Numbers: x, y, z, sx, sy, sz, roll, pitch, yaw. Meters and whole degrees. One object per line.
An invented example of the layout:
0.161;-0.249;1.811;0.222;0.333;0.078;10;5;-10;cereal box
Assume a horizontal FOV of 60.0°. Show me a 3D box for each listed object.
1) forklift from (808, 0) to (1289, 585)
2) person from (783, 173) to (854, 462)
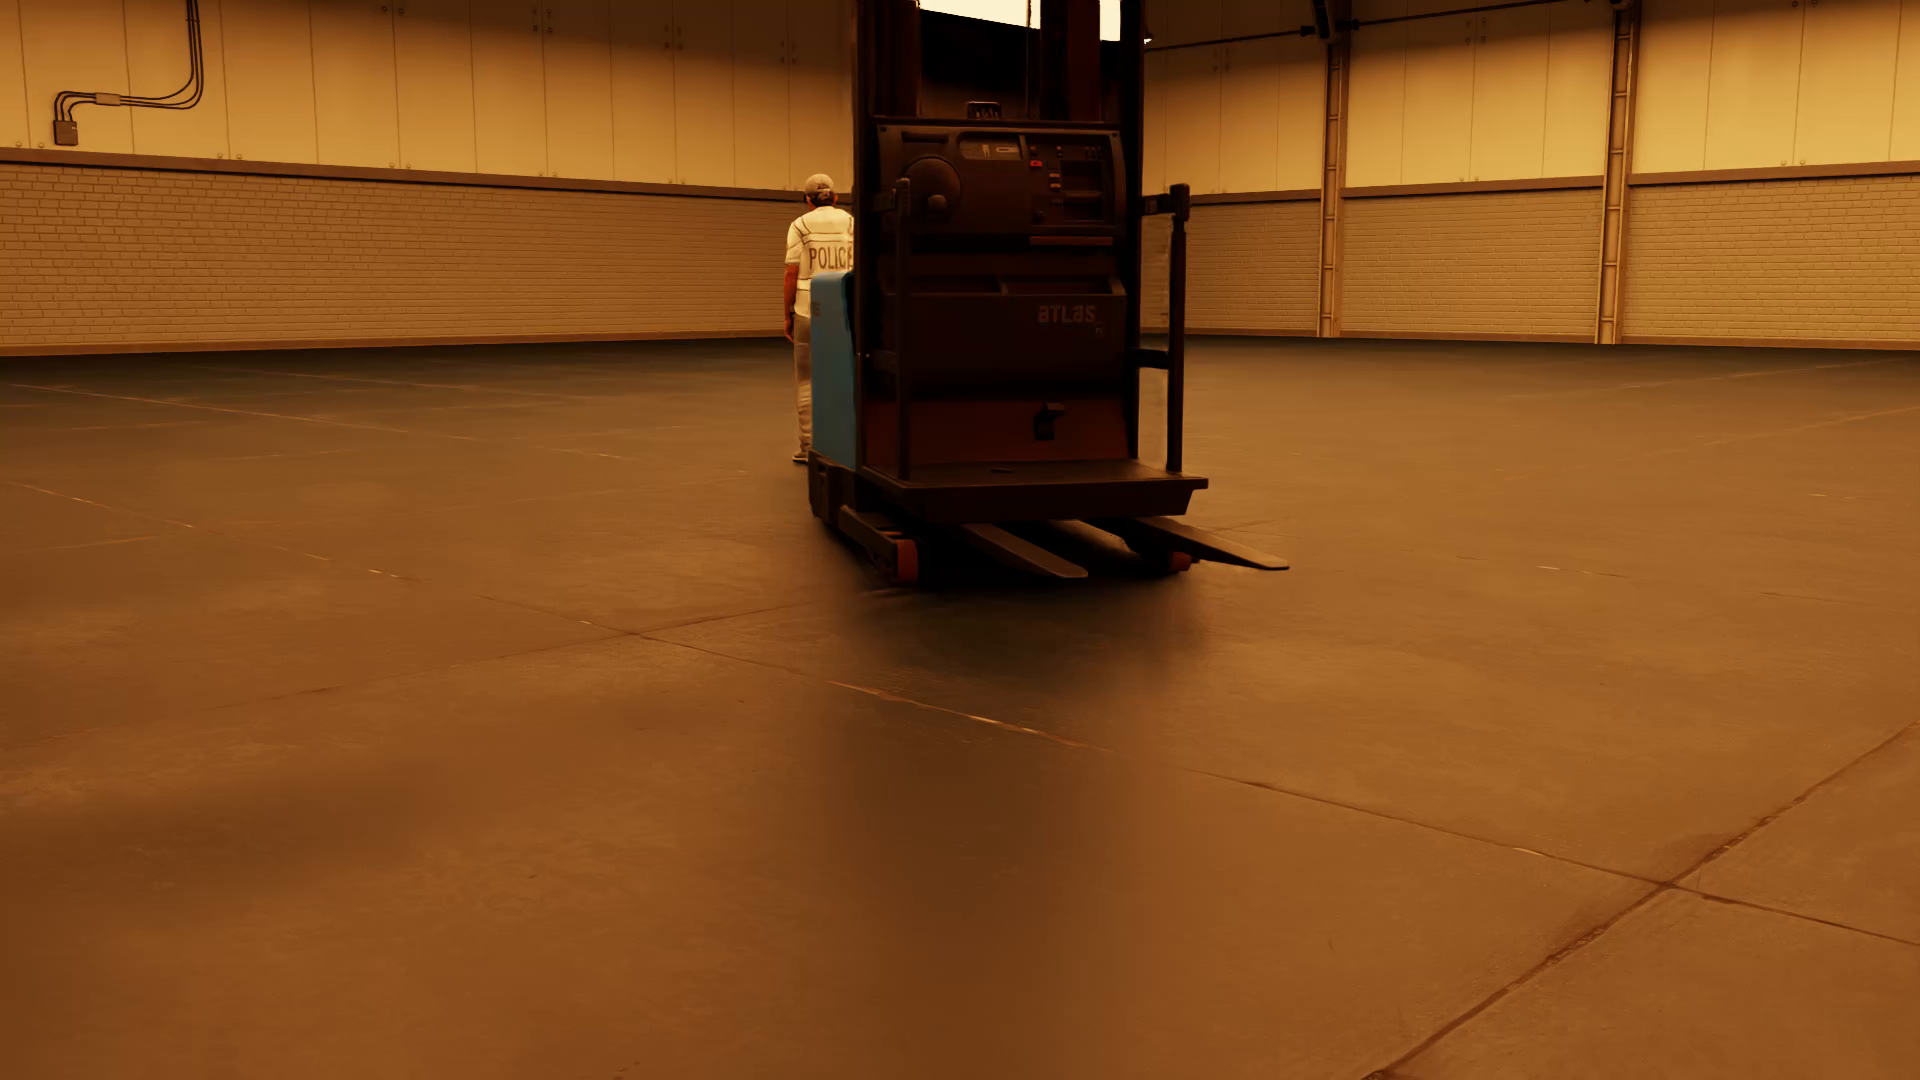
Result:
0.214;-1.356;5.878;1.130;2.935;3.031;-2;9;-15;forklift
-0.759;-1.283;9.660;0.550;1.664;0.470;-2;9;-15;person
